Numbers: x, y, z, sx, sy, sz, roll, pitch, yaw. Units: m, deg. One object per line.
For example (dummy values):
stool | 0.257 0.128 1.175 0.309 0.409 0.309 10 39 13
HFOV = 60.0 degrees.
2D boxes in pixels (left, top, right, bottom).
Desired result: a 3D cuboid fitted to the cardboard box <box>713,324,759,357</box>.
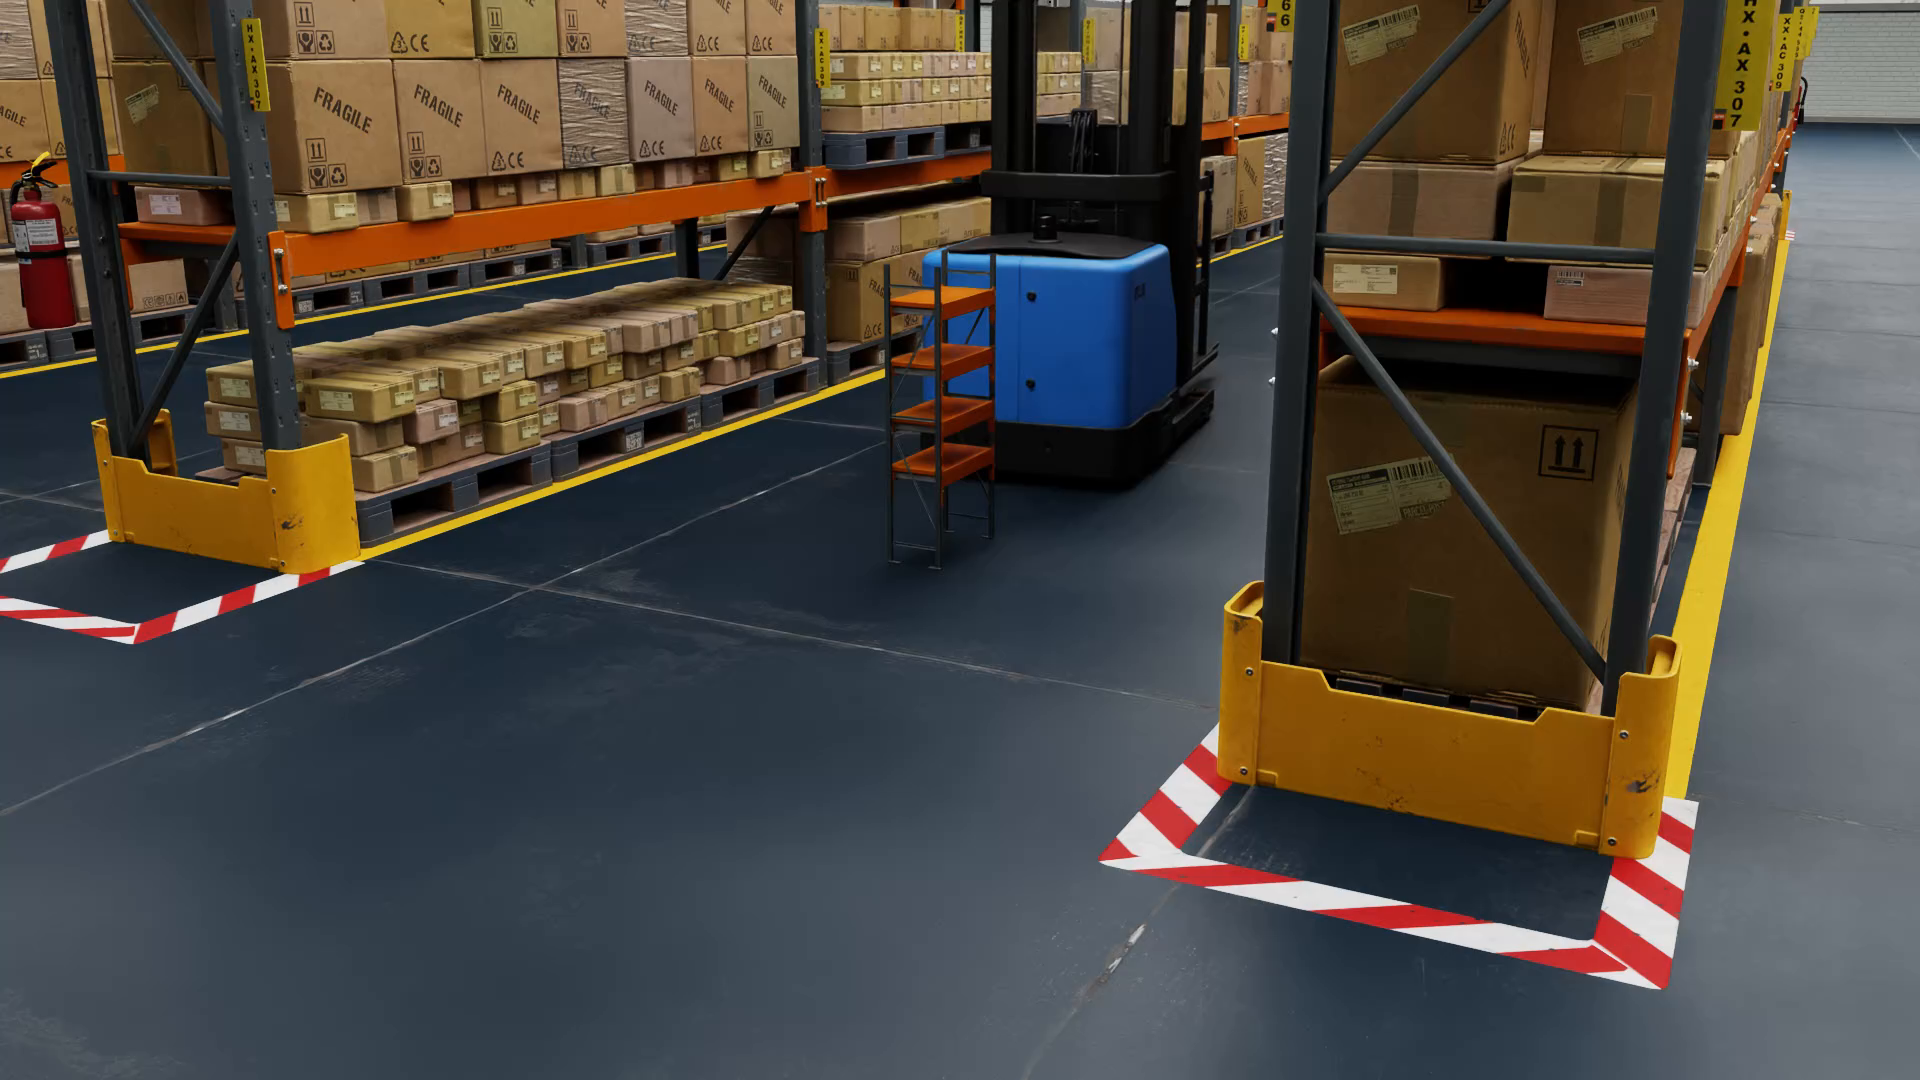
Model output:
cardboard box | -1.350 -1.127 9.298 0.380 0.149 0.250 7 18 23

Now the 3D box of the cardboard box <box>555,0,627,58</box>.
cardboard box | -1.932 -2.532 7.827 0.500 0.500 0.500 7 18 24

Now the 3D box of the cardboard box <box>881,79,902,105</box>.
cardboard box | -0.578 -2.743 10.172 0.380 0.149 0.250 8 18 24

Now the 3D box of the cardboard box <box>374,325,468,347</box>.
cardboard box | -2.649 -0.952 8.185 0.380 0.149 0.250 9 19 27

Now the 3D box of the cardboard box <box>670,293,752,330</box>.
cardboard box | -1.389 -1.273 9.267 0.380 0.149 0.250 8 18 25

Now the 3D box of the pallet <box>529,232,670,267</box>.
pallet | -3.615 -2.896 16.405 1.003 0.211 1.213 8 18 25

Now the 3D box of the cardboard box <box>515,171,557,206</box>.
cardboard box | -2.112 -1.653 7.764 0.380 0.149 0.250 8 18 24

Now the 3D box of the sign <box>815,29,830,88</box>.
sign | -0.791 -2.759 9.526 0.100 0.325 0.005 8 18 25

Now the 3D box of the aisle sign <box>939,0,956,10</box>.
aisle sign | -0.104 -7.297 21.758 0.394 0.787 0.004 8 18 25

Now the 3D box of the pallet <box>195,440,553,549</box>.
pallet | -2.638 -0.278 7.588 1.003 0.211 1.213 8 18 25

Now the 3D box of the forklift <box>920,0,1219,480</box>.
forklift | 0.786 -2.062 8.818 1.130 2.935 3.031 6 18 19

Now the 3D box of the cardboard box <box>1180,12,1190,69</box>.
cardboard box | 1.850 -4.718 15.709 0.700 0.500 0.500 8 18 24

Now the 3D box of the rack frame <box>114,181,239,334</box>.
rack frame | -5.753 -3.015 11.909 1.000 3.000 0.127 8 18 25

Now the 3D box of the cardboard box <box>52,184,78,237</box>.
cardboard box | -8.869 -3.273 16.429 0.500 0.500 0.500 9 19 28

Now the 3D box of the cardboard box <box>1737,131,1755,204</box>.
cardboard box | 2.693 -1.417 6.269 0.500 0.250 0.500 9 19 26

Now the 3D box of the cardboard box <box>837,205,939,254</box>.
cardboard box | -0.477 -2.064 11.042 0.500 0.250 0.500 9 19 27

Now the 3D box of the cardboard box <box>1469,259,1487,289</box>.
cardboard box | 1.418 -0.878 5.155 0.380 0.149 0.250 8 18 26

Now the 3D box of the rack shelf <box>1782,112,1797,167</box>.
rack shelf | 7.581 -3.957 16.342 1.077 0.370 4.000 8 18 25

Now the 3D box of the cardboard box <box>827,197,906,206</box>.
cardboard box | -0.708 -2.261 11.706 0.500 0.250 0.500 7 18 23

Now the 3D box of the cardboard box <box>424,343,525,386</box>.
cardboard box | -2.249 -0.810 7.707 0.380 0.149 0.250 7 18 23

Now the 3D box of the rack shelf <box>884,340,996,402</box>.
rack shelf | -0.074 -0.683 6.667 0.258 0.148 0.480 8 18 25

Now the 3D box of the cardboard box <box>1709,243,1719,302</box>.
cardboard box | 2.006 -0.795 4.872 0.380 0.149 0.250 8 18 24

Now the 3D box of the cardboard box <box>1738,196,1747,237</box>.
cardboard box | 2.810 -1.253 6.415 0.380 0.149 0.250 8 19 26

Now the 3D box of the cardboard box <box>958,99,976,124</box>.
cardboard box | -0.113 -2.867 11.114 0.380 0.149 0.250 8 18 24

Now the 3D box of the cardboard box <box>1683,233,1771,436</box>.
cardboard box | 3.381 -1.103 8.464 1.225 0.875 0.875 8 18 26

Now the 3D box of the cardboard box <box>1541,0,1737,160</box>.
cardboard box | 2.005 -1.381 4.830 0.500 0.500 0.500 8 18 24

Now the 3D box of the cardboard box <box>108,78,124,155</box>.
cardboard box | -5.732 -2.913 11.387 0.500 0.500 0.500 8 18 26

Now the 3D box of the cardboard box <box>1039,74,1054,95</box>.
cardboard box | 0.461 -3.334 12.164 0.380 0.149 0.250 9 19 27

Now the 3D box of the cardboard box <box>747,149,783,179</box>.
cardboard box | -1.215 -2.109 9.298 0.380 0.149 0.250 8 18 24

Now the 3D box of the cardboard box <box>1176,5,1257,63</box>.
cardboard box | 2.491 -5.128 16.862 0.875 0.550 0.550 8 18 25

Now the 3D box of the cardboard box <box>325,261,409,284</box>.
cardboard box | -5.151 -2.597 13.495 0.875 0.875 0.875 9 19 27

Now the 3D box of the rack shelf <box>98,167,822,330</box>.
rack shelf | -2.173 -1.557 8.262 1.077 0.370 4.000 8 18 25

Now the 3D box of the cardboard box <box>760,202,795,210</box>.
cardboard box | -2.411 -3.861 18.633 0.950 0.372 0.625 8 18 26

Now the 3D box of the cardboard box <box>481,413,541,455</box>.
cardboard box | -2.186 -0.512 7.751 0.380 0.149 0.250 8 18 26

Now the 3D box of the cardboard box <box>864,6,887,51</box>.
cardboard box | -1.291 -6.059 19.702 0.700 0.500 0.500 8 18 24

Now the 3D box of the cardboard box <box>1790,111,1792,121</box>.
cardboard box | 7.956 -4.197 16.326 0.380 0.149 0.250 8 18 25

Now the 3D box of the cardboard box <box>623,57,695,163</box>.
cardboard box | -1.700 -2.184 8.412 0.500 0.500 0.500 8 18 25

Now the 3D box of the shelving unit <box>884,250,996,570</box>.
shelving unit | -0.074 -0.533 6.712 0.258 1.200 0.503 8 18 25

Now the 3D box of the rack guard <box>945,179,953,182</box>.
rack guard | -0.425 -4.854 22.490 1.175 0.500 0.348 8 18 25

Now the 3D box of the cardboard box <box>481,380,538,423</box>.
cardboard box | -2.188 -0.658 7.720 0.380 0.149 0.250 9 19 27

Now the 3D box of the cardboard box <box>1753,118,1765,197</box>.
cardboard box | 3.542 -1.888 7.937 0.500 0.500 0.500 8 18 26

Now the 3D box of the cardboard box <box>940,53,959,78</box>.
cardboard box | -0.229 -3.085 10.800 0.380 0.149 0.250 8 18 25

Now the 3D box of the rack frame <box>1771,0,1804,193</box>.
rack frame | 6.687 -3.792 14.524 1.000 3.000 0.127 8 18 25

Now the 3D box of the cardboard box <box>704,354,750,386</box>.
cardboard box | -1.401 -0.972 9.297 0.380 0.149 0.250 7 18 24

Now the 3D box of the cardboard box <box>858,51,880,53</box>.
cardboard box | -1.293 -5.577 19.836 0.500 0.500 0.500 8 18 25

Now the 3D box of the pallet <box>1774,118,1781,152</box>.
pallet | 5.123 -2.877 11.778 1.213 0.211 1.003 8 18 25

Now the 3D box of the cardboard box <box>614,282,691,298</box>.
cardboard box | -1.795 -1.407 9.719 0.380 0.149 0.250 9 19 28

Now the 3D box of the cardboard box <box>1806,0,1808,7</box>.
cardboard box | 8.006 -5.054 16.319 0.500 0.500 0.500 8 18 25

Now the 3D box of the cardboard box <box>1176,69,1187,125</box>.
cardboard box | 1.849 -4.073 15.293 0.500 0.500 0.500 8 18 26
